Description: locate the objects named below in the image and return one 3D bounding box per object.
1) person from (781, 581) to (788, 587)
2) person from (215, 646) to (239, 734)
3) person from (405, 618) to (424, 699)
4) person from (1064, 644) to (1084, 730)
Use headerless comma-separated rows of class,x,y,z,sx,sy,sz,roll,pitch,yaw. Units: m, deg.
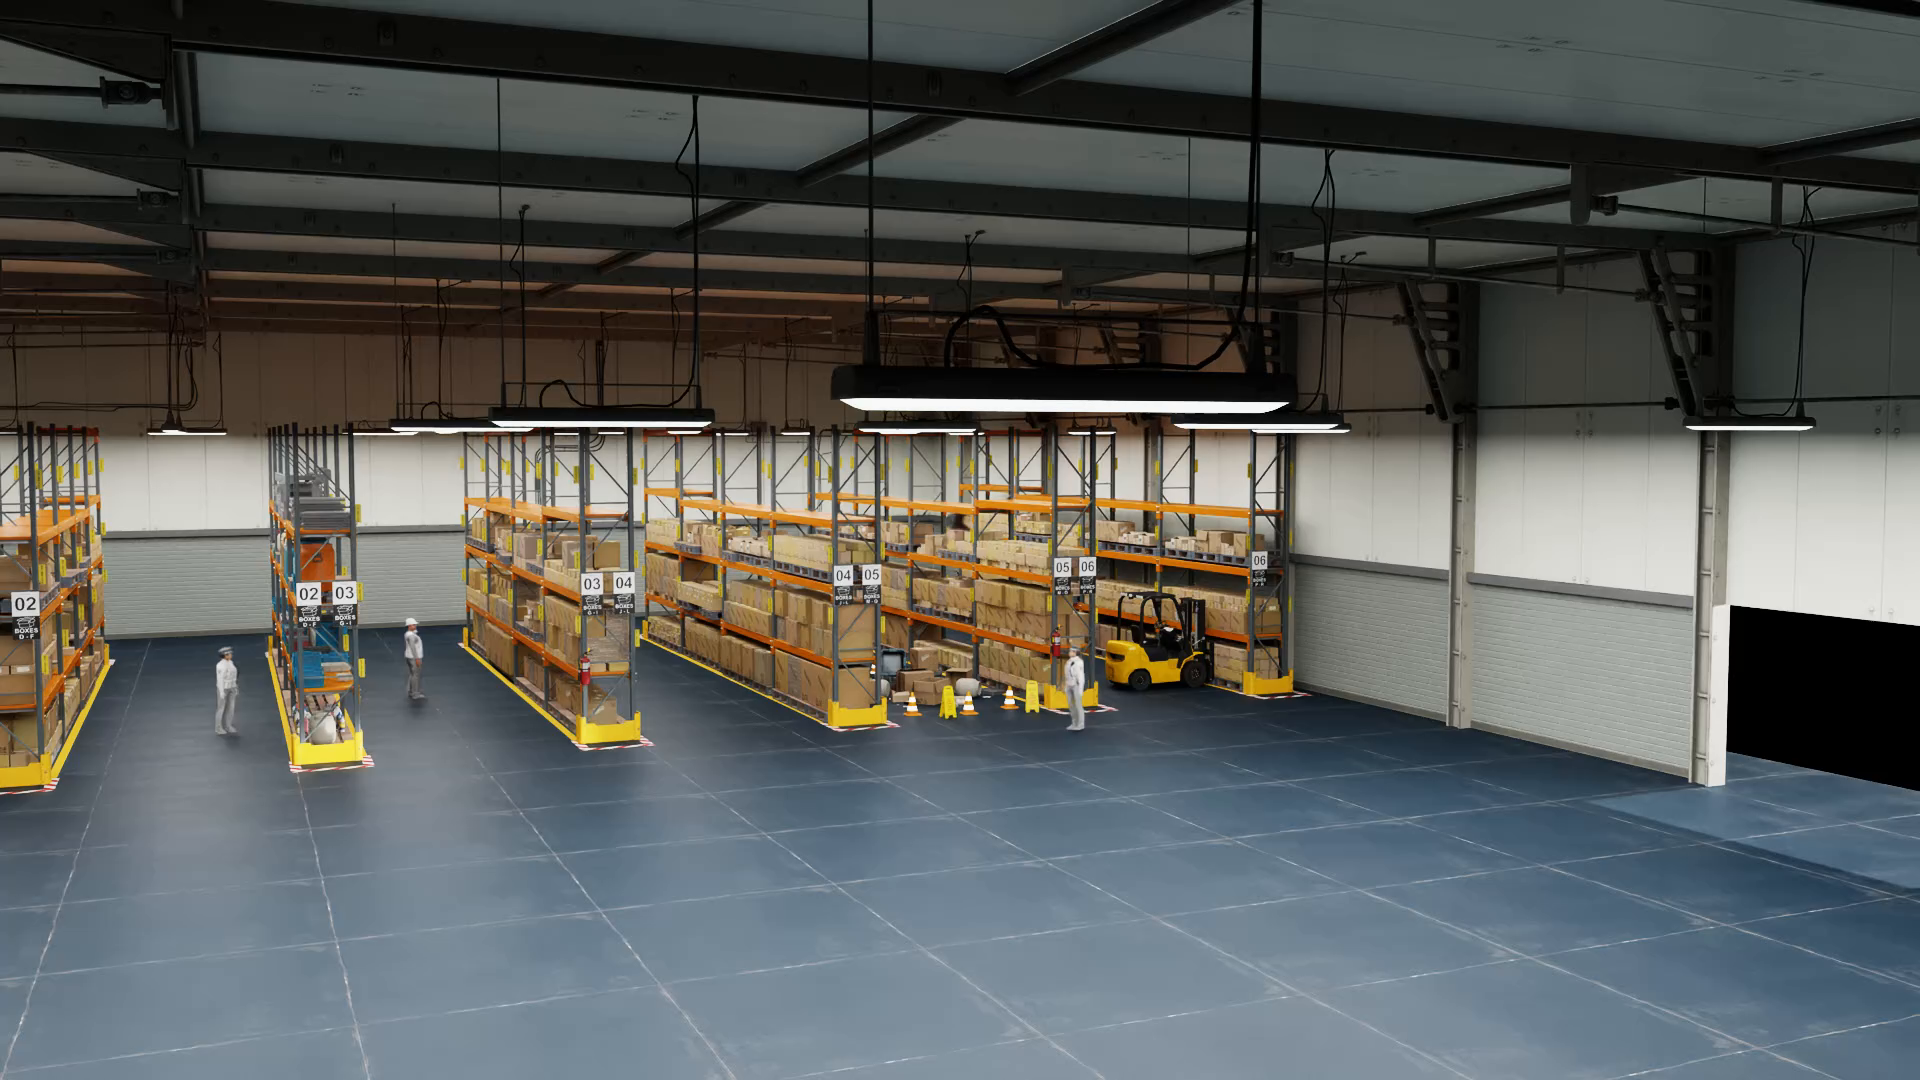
person,-4.999,1.958,47.043,0.578,1.737,0.988,1,4,9
person,-14.235,2.906,32.285,0.363,1.692,0.516,1,4,22
person,-11.999,2.612,36.556,0.398,1.804,0.551,-3,4,-37
person,2.247,2.901,32.617,0.376,1.723,0.576,-2,4,-32
